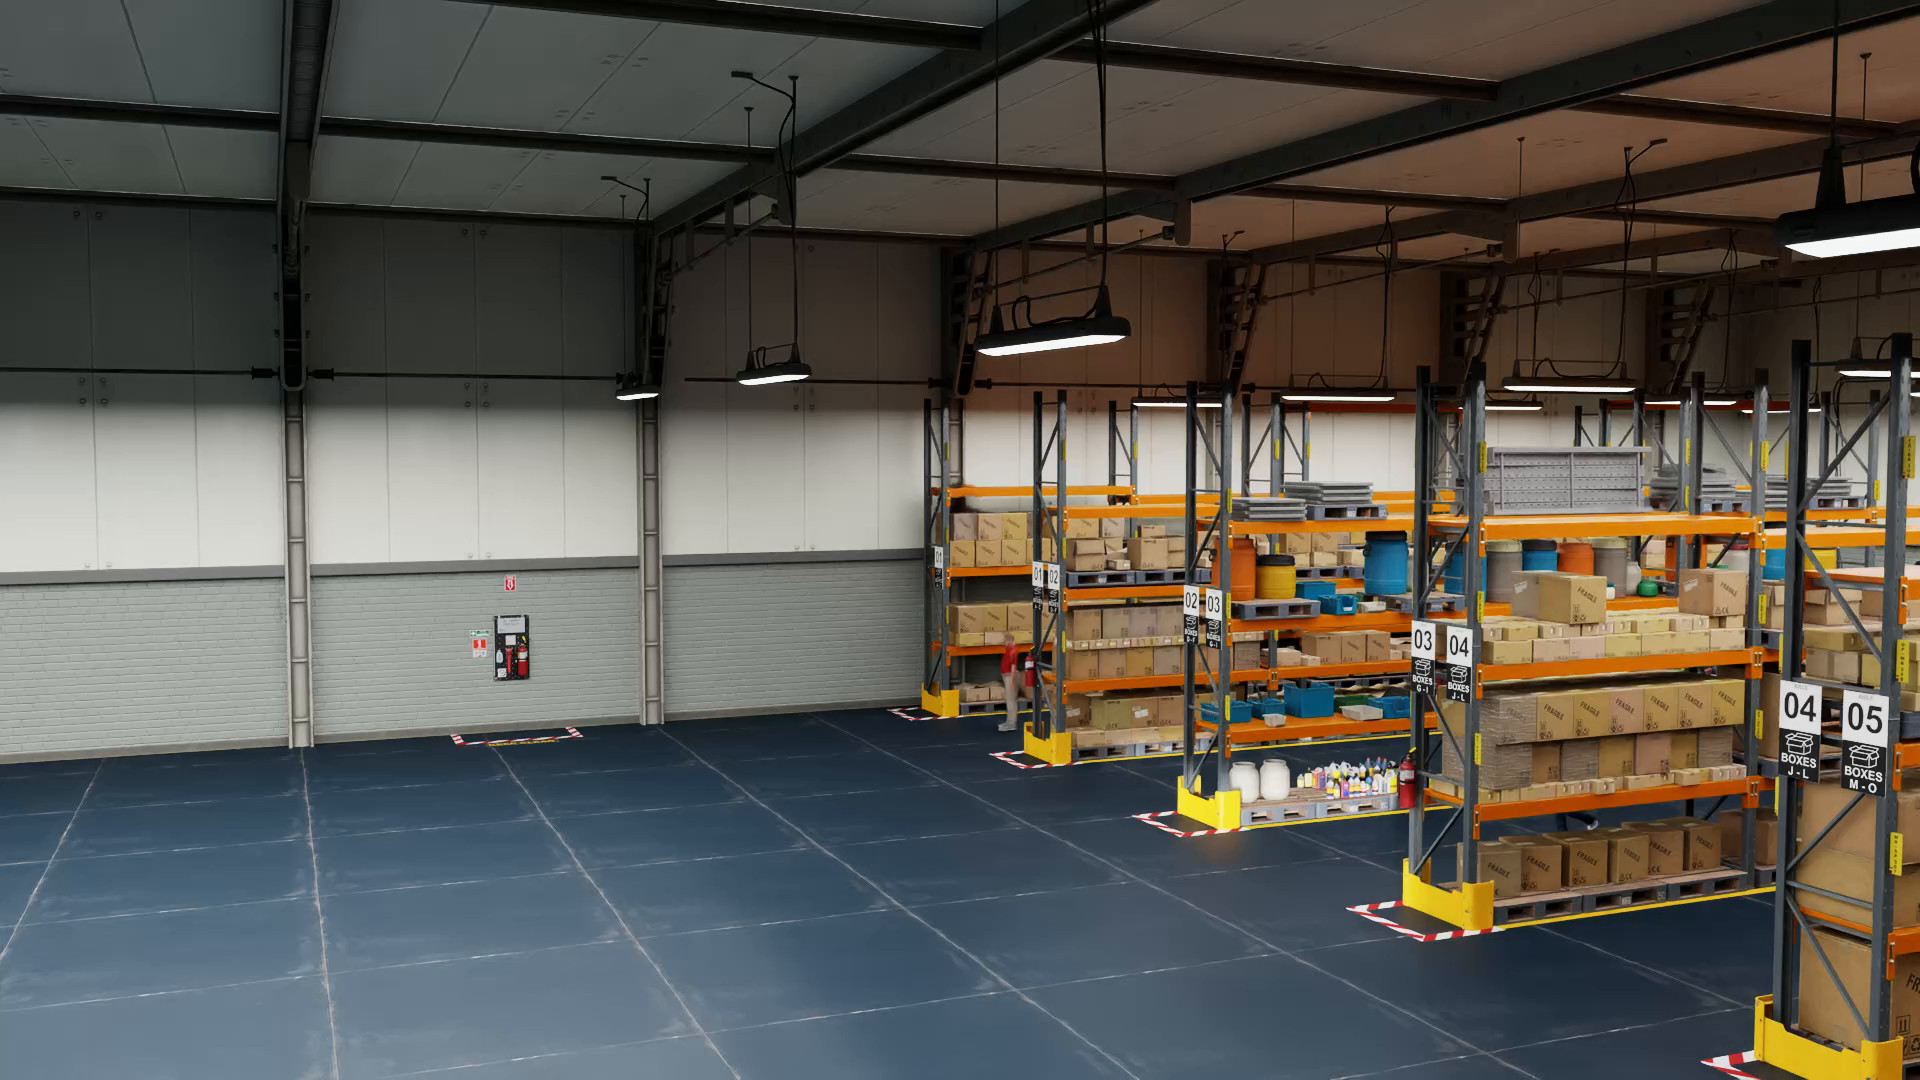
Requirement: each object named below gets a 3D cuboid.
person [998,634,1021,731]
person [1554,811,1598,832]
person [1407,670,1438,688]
[{"bbox_3d":[0.881,2.542,29.905,0.401,1.726,0.593,0,3,5],"label":"person"},{"bbox_3d":[7.903,3.140,21.312,0.659,1.590,0.473,-1,3,-16],"label":"person"},{"bbox_3d":[9.365,2.355,33.552,1.049,1.608,0.468,-1,4,-22],"label":"person"}]
